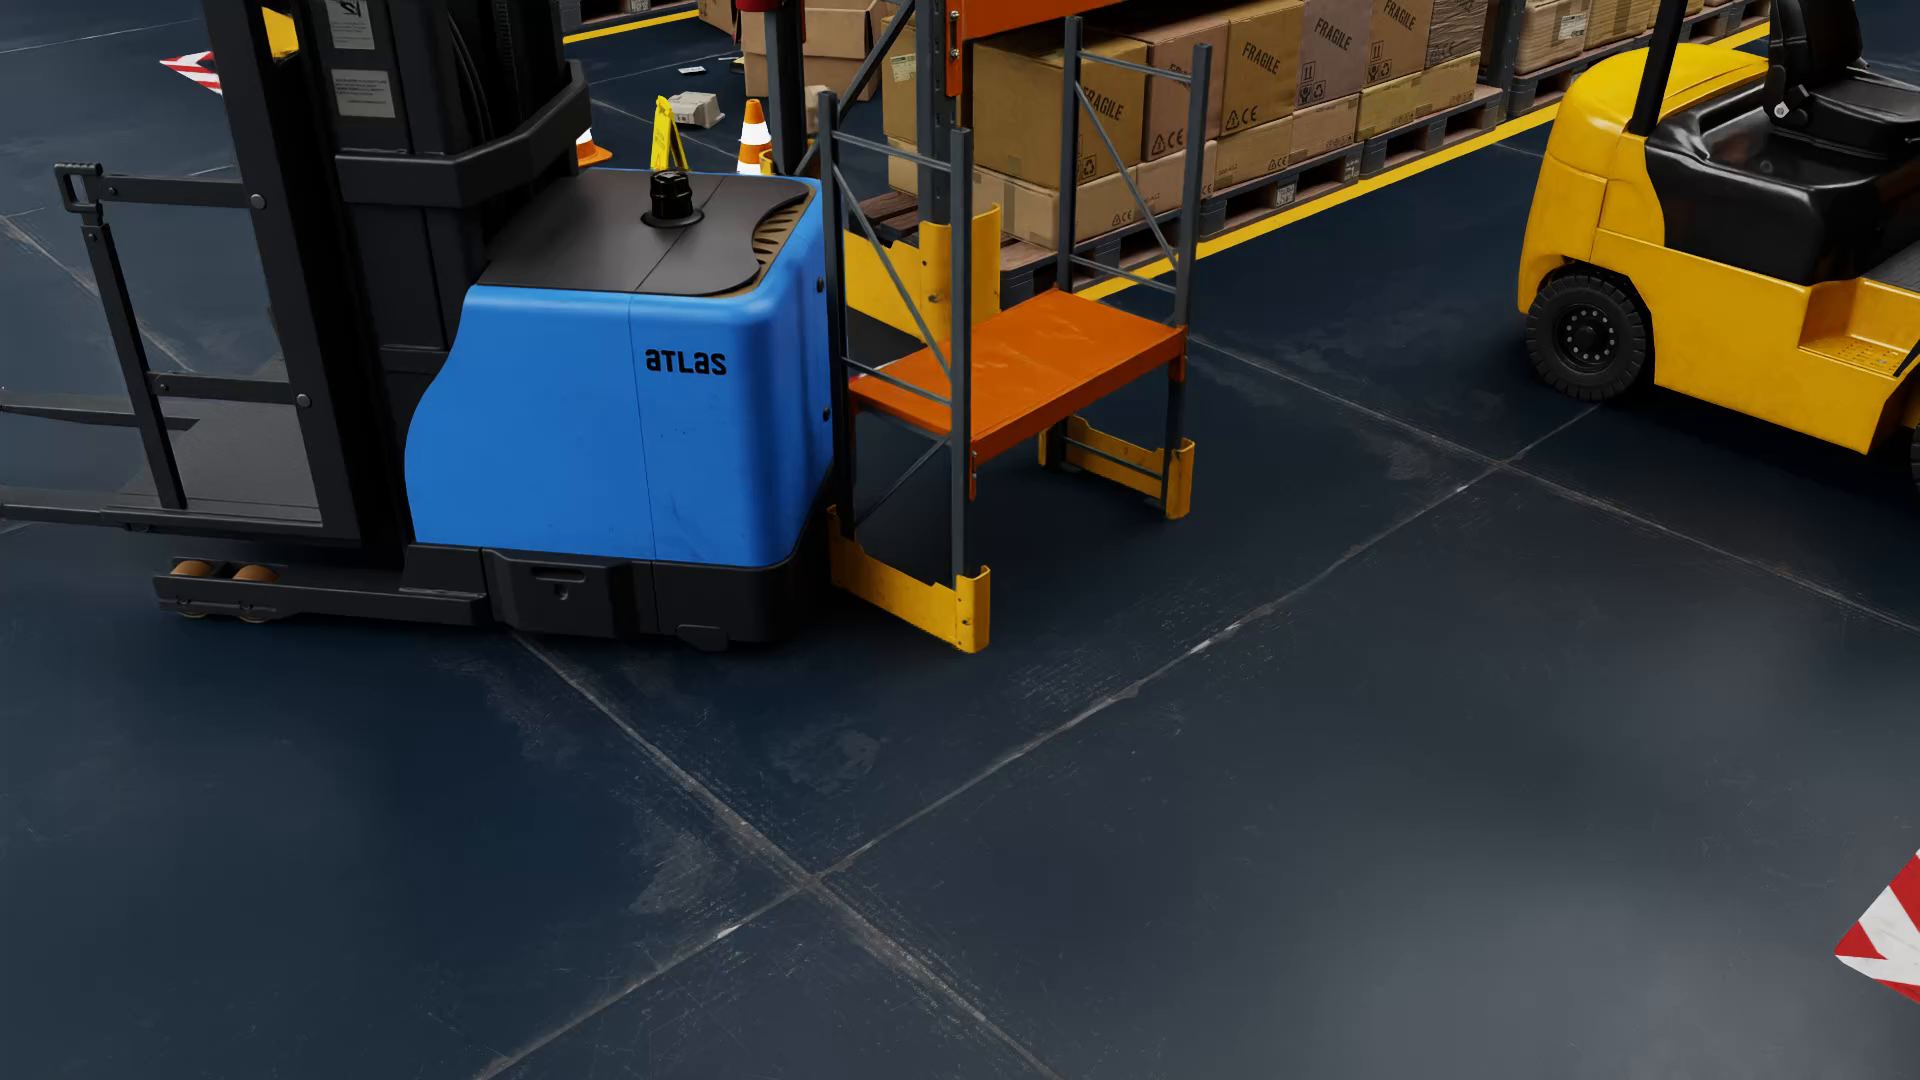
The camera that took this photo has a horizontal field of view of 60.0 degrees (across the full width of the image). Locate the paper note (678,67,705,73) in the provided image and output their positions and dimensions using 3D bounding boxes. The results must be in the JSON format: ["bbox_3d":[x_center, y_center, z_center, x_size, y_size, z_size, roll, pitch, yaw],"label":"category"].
[{"bbox_3d":[-1.561,-2.750,9.719,0.142,0.017,0.144,-12,34,-19],"label":"paper note"}]

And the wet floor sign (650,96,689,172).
[{"bbox_3d":[-1.262,-1.605,7.256,0.232,0.644,0.267,-12,34,-19],"label":"wet floor sign"}]

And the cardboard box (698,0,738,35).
[{"bbox_3d":[-1.342,-3.535,10.550,0.500,0.500,0.500,-19,36,-28],"label":"cardboard box"}]

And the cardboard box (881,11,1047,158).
[{"bbox_3d":[0.015,-1.977,7.123,0.500,0.500,0.500,-26,40,-35],"label":"cardboard box"}]

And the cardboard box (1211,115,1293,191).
[{"bbox_3d":[1.155,-1.830,7.601,0.500,0.250,0.500,-23,38,-32],"label":"cardboard box"}]

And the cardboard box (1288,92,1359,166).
[{"bbox_3d":[1.528,-2.008,7.892,0.500,0.250,0.500,-25,39,-35],"label":"cardboard box"}]

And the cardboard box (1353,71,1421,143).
[{"bbox_3d":[1.904,-2.187,8.184,0.500,0.250,0.500,-27,41,-37],"label":"cardboard box"}]

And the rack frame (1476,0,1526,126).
[{"bbox_3d":[2.538,-3.686,8.403,0.127,3.000,1.000,-26,40,-35],"label":"rack frame"}]

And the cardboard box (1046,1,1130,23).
[{"bbox_3d":[0.395,-2.164,7.427,0.500,0.500,0.500,-24,39,-34],"label":"cardboard box"}]

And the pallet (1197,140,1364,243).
[{"bbox_3d":[1.175,-1.810,8.007,1.213,0.211,1.003,-26,40,-35],"label":"pallet"}]

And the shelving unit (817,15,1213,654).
[{"bbox_3d":[0.175,-0.624,4.833,0.587,1.500,1.083,25,39,34],"label":"shelving unit"}]

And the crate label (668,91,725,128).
[{"bbox_3d":[-1.427,-2.299,8.878,0.250,0.136,0.298,9,33,15],"label":"crate label"}]

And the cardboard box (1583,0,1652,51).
[{"bbox_3d":[3.446,-3.187,9.704,0.625,0.372,0.950,-23,38,-33],"label":"cardboard box"}]

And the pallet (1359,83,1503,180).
[{"bbox_3d":[2.070,-2.245,8.719,1.213,0.211,1.003,-26,40,-35],"label":"pallet"}]

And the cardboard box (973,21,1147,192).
[{"bbox_3d":[0.401,-1.782,6.804,0.500,0.500,0.500,-27,41,-37],"label":"cardboard box"}]

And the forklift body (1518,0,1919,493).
[{"bbox_3d":[3.133,-1.378,5.442,1.214,2.155,2.313,-26,40,-35],"label":"forklift body"}]

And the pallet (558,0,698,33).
[{"bbox_3d":[-2.407,-3.679,11.065,1.213,0.211,1.003,-26,40,-35],"label":"pallet"}]

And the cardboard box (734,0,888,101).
[{"bbox_3d":[-0.829,-2.794,9.336,0.797,0.503,0.637,4,32,6],"label":"cardboard box"}]

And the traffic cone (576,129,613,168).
[{"bbox_3d":[-1.961,-2.135,8.298,0.334,0.463,0.336,-26,40,-35],"label":"traffic cone"}]

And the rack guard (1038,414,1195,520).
[{"bbox_3d":[0.506,-0.286,5.477,0.587,0.250,0.087,25,39,34],"label":"rack guard"}]

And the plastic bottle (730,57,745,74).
[{"bbox_3d":[-1.224,-2.810,9.787,0.133,0.061,0.283,15,34,23],"label":"plastic bottle"}]

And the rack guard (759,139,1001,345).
[{"bbox_3d":[-0.339,-1.228,6.779,0.348,0.500,1.175,-26,40,-35],"label":"rack guard"}]

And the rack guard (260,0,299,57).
[{"bbox_3d":[-3.852,-3.050,9.759,0.348,0.500,1.175,-26,40,-35],"label":"rack guard"}]

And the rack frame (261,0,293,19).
[{"bbox_3d":[-3.835,-4.125,9.121,0.127,3.000,1.000,-26,40,-35],"label":"rack frame"}]

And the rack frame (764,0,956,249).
[{"bbox_3d":[-0.395,-2.267,6.083,0.127,3.000,1.000,-26,40,-35],"label":"rack frame"}]

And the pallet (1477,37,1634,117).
[{"bbox_3d":[3.108,-2.773,9.583,1.213,0.211,1.003,-26,40,-35],"label":"pallet"}]

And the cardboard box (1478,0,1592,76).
[{"bbox_3d":[2.921,-2.931,9.285,0.625,0.372,0.950,-25,39,-35],"label":"cardboard box"}]

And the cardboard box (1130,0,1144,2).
[{"bbox_3d":[0.770,-2.340,7.716,0.500,0.500,0.500,-27,40,-36],"label":"cardboard box"}]

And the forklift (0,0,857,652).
[{"bbox_3d":[-1.896,-1.275,4.526,3.031,2.935,1.130,4,32,7],"label":"forklift"}]

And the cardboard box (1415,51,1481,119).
[{"bbox_3d":[2.287,-2.380,8.499,0.500,0.250,0.500,-24,39,-33],"label":"cardboard box"}]

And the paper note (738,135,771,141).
[{"bbox_3d":[-1.055,-2.097,8.651,0.148,0.019,0.142,15,34,23],"label":"paper note"}]

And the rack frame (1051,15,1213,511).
[{"bbox_3d":[0.507,-0.819,5.152,0.500,1.500,0.032,25,39,34],"label":"rack frame"}]

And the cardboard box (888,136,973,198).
[{"bbox_3d":[0.032,-1.672,7.341,0.500,0.250,0.500,-26,40,-36],"label":"cardboard box"}]

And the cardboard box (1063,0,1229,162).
[{"bbox_3d":[0.782,-1.969,7.110,0.500,0.500,0.500,-28,41,-37],"label":"cardboard box"}]

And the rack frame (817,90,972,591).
[{"bbox_3d":[-0.168,-0.422,4.503,0.500,1.500,0.032,25,39,34],"label":"rack frame"}]

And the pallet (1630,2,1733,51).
[{"bbox_3d":[4.003,-3.208,10.294,1.213,0.211,1.003,-26,40,-35],"label":"pallet"}]

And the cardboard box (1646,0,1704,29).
[{"bbox_3d":[3.954,-3.435,10.108,0.625,0.372,0.950,-24,39,-34],"label":"cardboard box"}]

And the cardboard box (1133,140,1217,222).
[{"bbox_3d":[0.764,-1.632,7.277,0.500,0.250,0.500,-24,39,-34],"label":"cardboard box"}]

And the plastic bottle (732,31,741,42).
[{"bbox_3d":[-1.254,-3.107,10.273,0.283,0.061,0.133,15,34,23],"label":"plastic bottle"}]

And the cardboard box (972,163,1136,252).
[{"bbox_3d":[0.384,-1.454,6.985,0.500,0.250,0.500,-26,40,-36],"label":"cardboard box"}]

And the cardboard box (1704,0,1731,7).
[{"bbox_3d":[4.514,-3.702,10.545,0.625,0.372,0.950,-27,40,-36],"label":"cardboard box"}]

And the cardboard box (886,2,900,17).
[{"bbox_3d":[-0.148,-3.187,9.849,0.503,0.637,0.797,-26,40,-35],"label":"cardboard box"}]

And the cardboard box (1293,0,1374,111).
[{"bbox_3d":[1.541,-2.337,7.711,0.500,0.500,0.500,-23,39,-33],"label":"cardboard box"}]

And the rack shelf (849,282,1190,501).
[{"bbox_3d":[0.169,-0.467,4.921,0.538,0.185,1.000,25,39,34],"label":"rack shelf"}]

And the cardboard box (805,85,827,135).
[{"bbox_3d":[-0.808,-2.288,8.850,0.250,0.149,0.380,-7,32,-11],"label":"cardboard box"}]

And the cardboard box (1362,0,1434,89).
[{"bbox_3d":[1.915,-2.519,8.008,0.500,0.500,0.500,-25,39,-35],"label":"cardboard box"}]

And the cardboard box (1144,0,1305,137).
[{"bbox_3d":[1.155,-2.144,7.396,0.500,0.500,0.500,-25,39,-35],"label":"cardboard box"}]

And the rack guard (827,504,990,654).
[{"bbox_3d":[-0.155,0.103,4.841,0.587,0.250,0.087,25,39,34],"label":"rack guard"}]

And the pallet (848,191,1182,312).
[{"bbox_3d":[0.280,-1.379,7.303,1.213,0.211,1.003,-26,40,-35],"label":"pallet"}]

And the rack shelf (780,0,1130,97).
[{"bbox_3d":[1.071,-2.670,7.430,4.000,0.370,1.077,-26,40,-35],"label":"rack shelf"}]

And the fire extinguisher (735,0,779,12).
[{"bbox_3d":[-0.792,-2.370,6.325,0.183,0.674,0.296,-26,40,-35],"label":"fire extinguisher"}]

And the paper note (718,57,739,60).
[{"bbox_3d":[-1.383,-2.883,9.955,0.123,0.001,0.032,-7,32,-11],"label":"paper note"}]

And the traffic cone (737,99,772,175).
[{"bbox_3d":[-0.957,-1.831,7.801,0.334,0.463,0.336,-26,40,-35],"label":"traffic cone"}]

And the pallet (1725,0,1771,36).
[{"bbox_3d":[4.897,-3.639,10.998,1.213,0.211,1.003,-26,40,-35],"label":"pallet"}]

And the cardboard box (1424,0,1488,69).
[{"bbox_3d":[2.287,-2.700,8.304,0.500,0.500,0.500,-26,40,-36],"label":"cardboard box"}]
